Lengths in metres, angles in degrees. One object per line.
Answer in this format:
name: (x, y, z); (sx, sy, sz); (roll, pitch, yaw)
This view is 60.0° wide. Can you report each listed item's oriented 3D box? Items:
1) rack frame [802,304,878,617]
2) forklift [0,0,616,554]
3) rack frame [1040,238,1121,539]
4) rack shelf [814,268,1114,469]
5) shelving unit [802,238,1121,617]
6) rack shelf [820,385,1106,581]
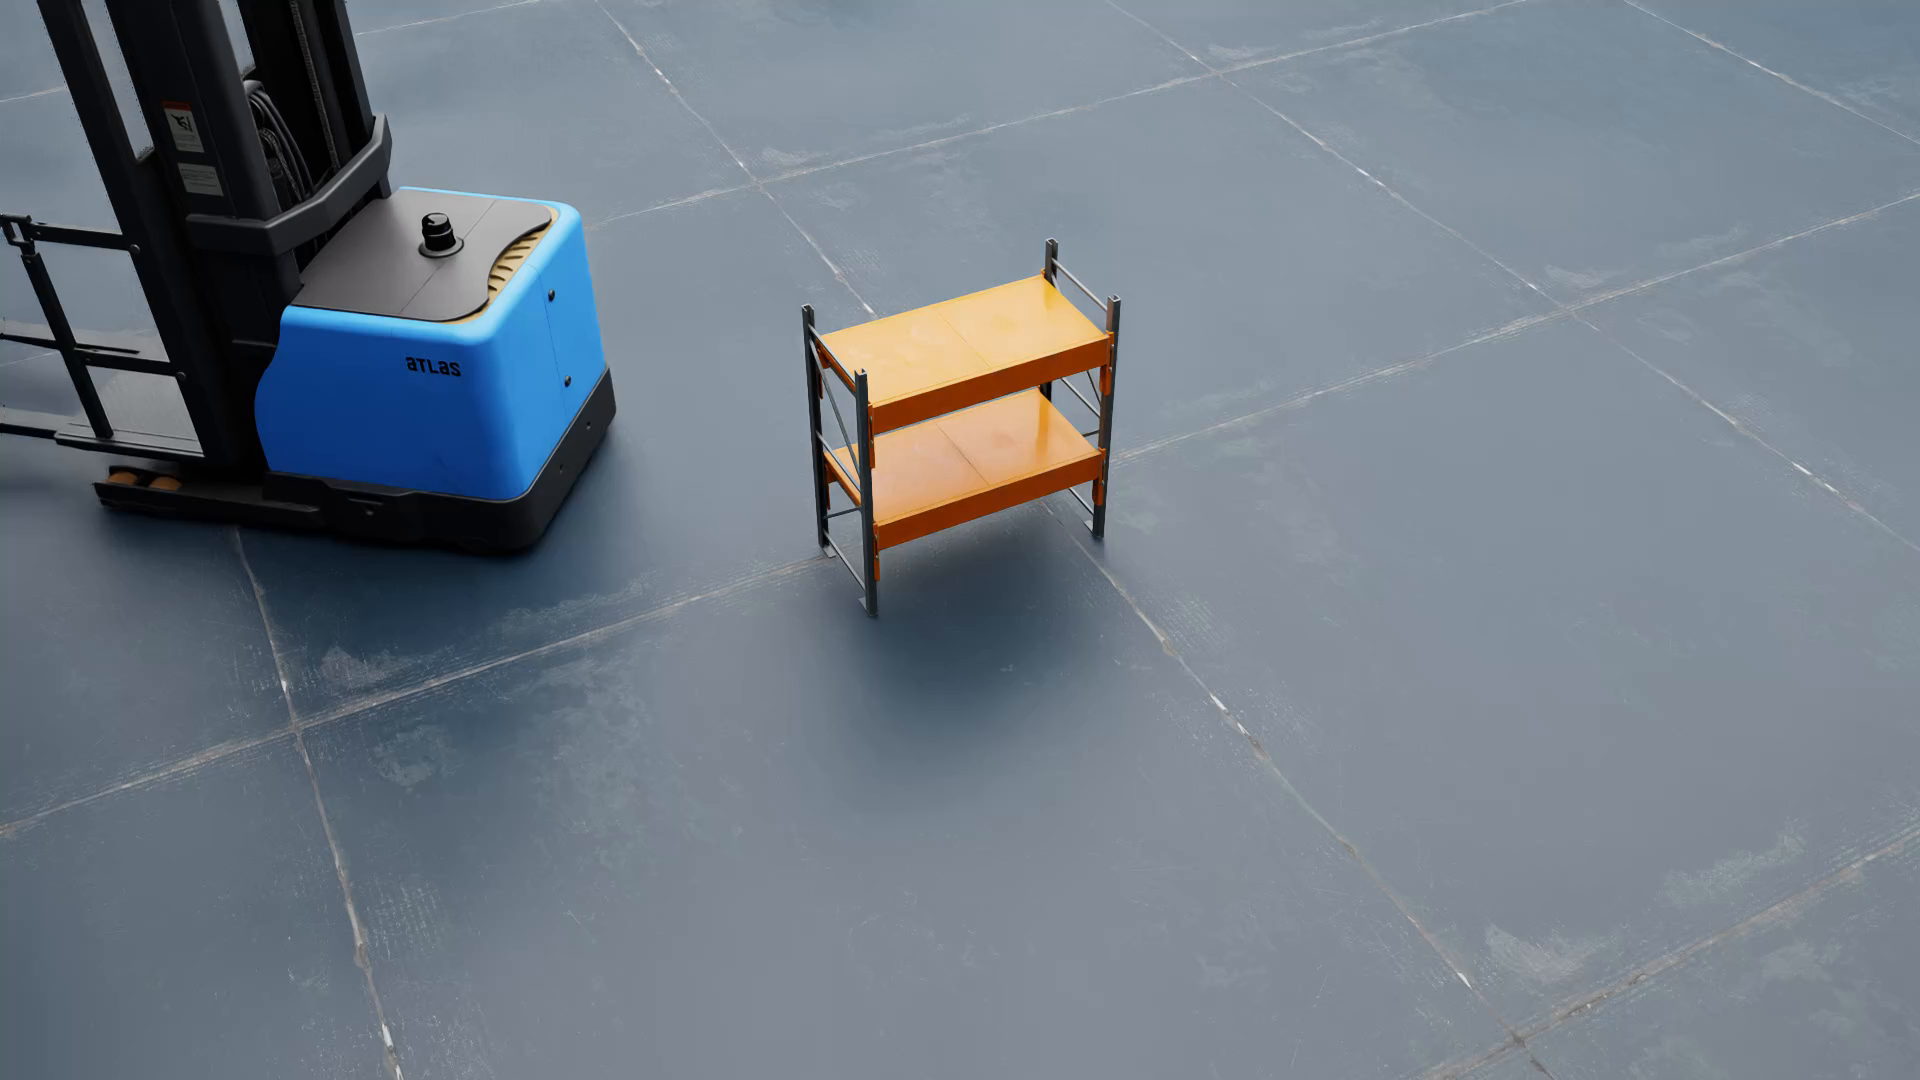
rack frame: (-0.445, -0.280, 6.210); (0.032, 1.125, 0.500); (-19, 44, -21)
forklift: (-3.079, -1.540, 6.301); (3.031, 2.935, 1.130); (8, 41, 9)
rack frame: (0.457, -0.583, 6.568); (0.032, 1.125, 0.500); (-19, 44, -21)
rack shelf: (0.006, -0.655, 6.200); (1.000, 0.278, 0.538); (-19, 44, -21)
shelving unit: (0.006, -0.431, 6.389); (1.048, 1.125, 0.538); (-19, 44, -21)
rack shelf: (0.006, -0.245, 6.547); (1.000, 0.278, 0.538); (-19, 44, -21)
